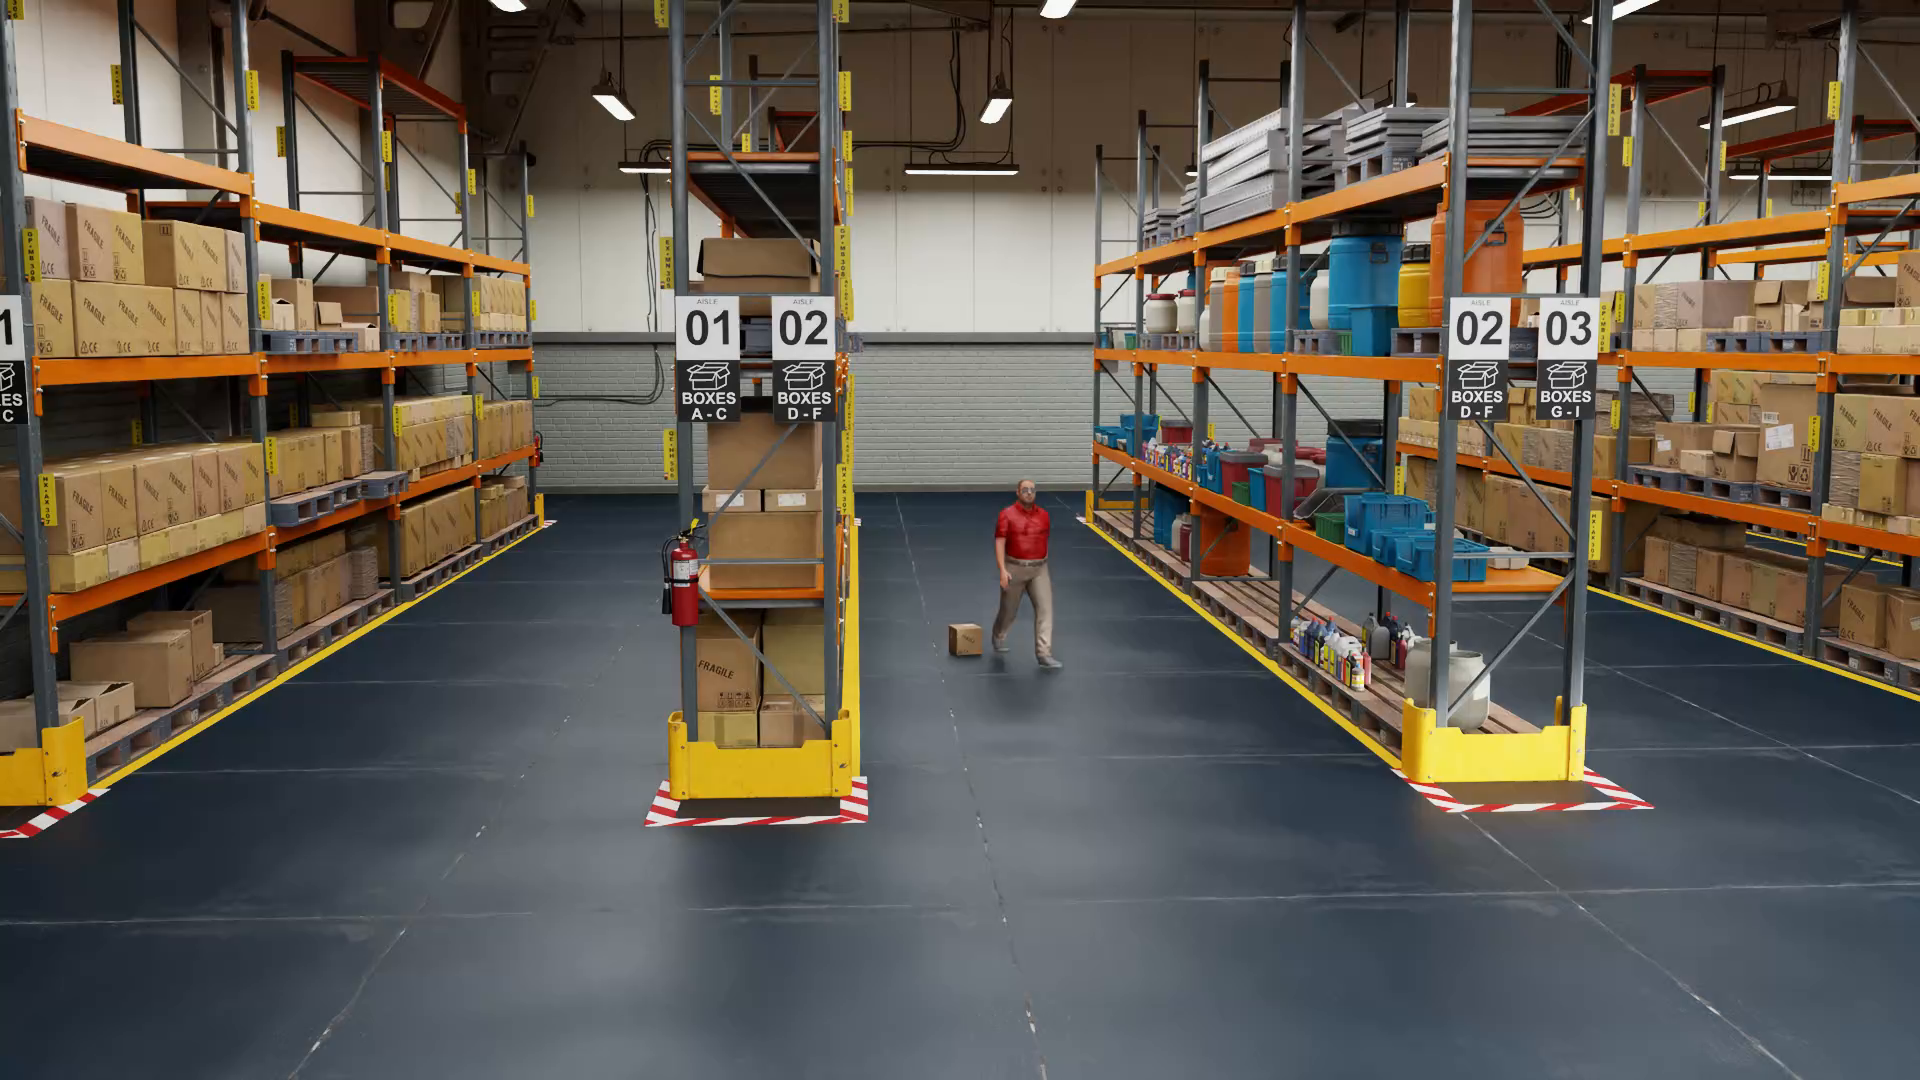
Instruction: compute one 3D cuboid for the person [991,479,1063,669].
[{"bbox_3d":[0.574,0.286,14.944,0.554,1.672,1.062,-2,7,-16],"label":"person"}]
